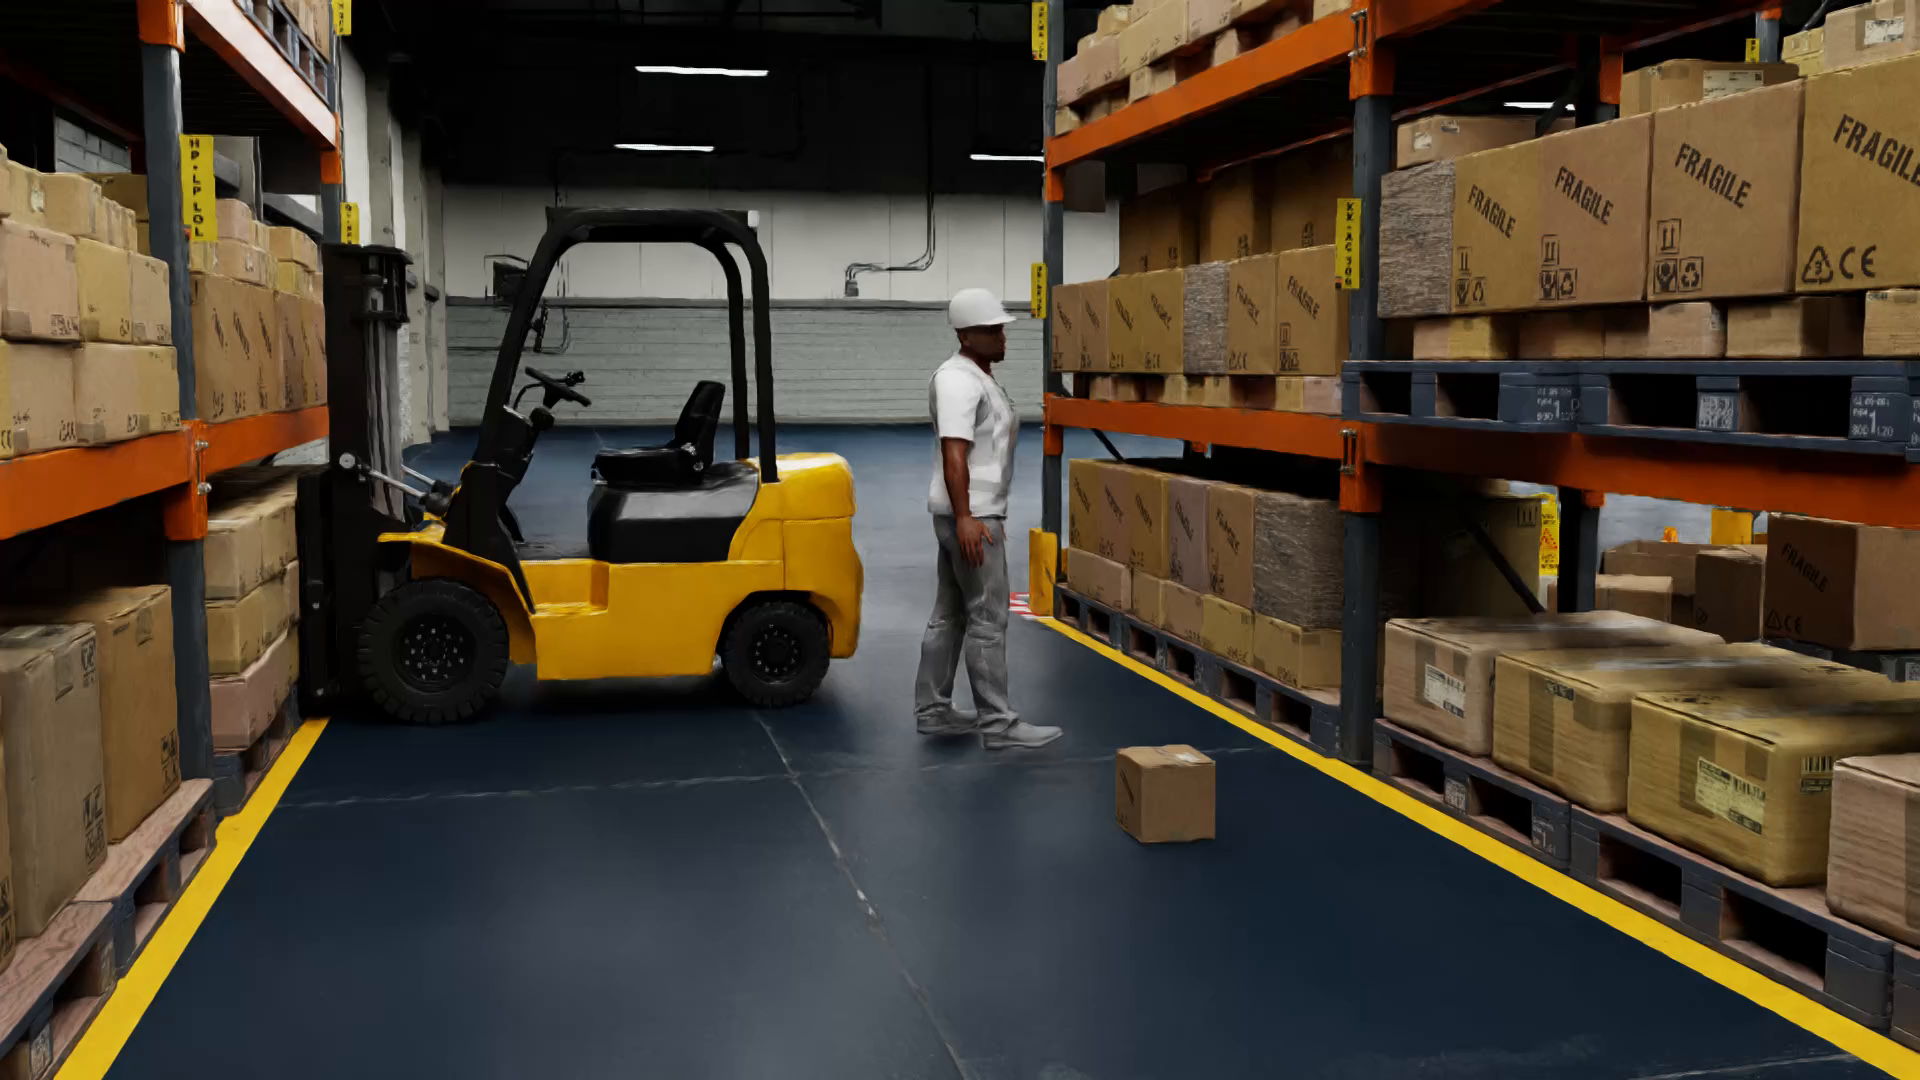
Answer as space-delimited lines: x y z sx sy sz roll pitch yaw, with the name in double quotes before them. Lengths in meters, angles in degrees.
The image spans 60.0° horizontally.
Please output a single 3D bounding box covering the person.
"person" 0.106 -0.084 6.421 0.589 1.764 0.696 0 6 2
